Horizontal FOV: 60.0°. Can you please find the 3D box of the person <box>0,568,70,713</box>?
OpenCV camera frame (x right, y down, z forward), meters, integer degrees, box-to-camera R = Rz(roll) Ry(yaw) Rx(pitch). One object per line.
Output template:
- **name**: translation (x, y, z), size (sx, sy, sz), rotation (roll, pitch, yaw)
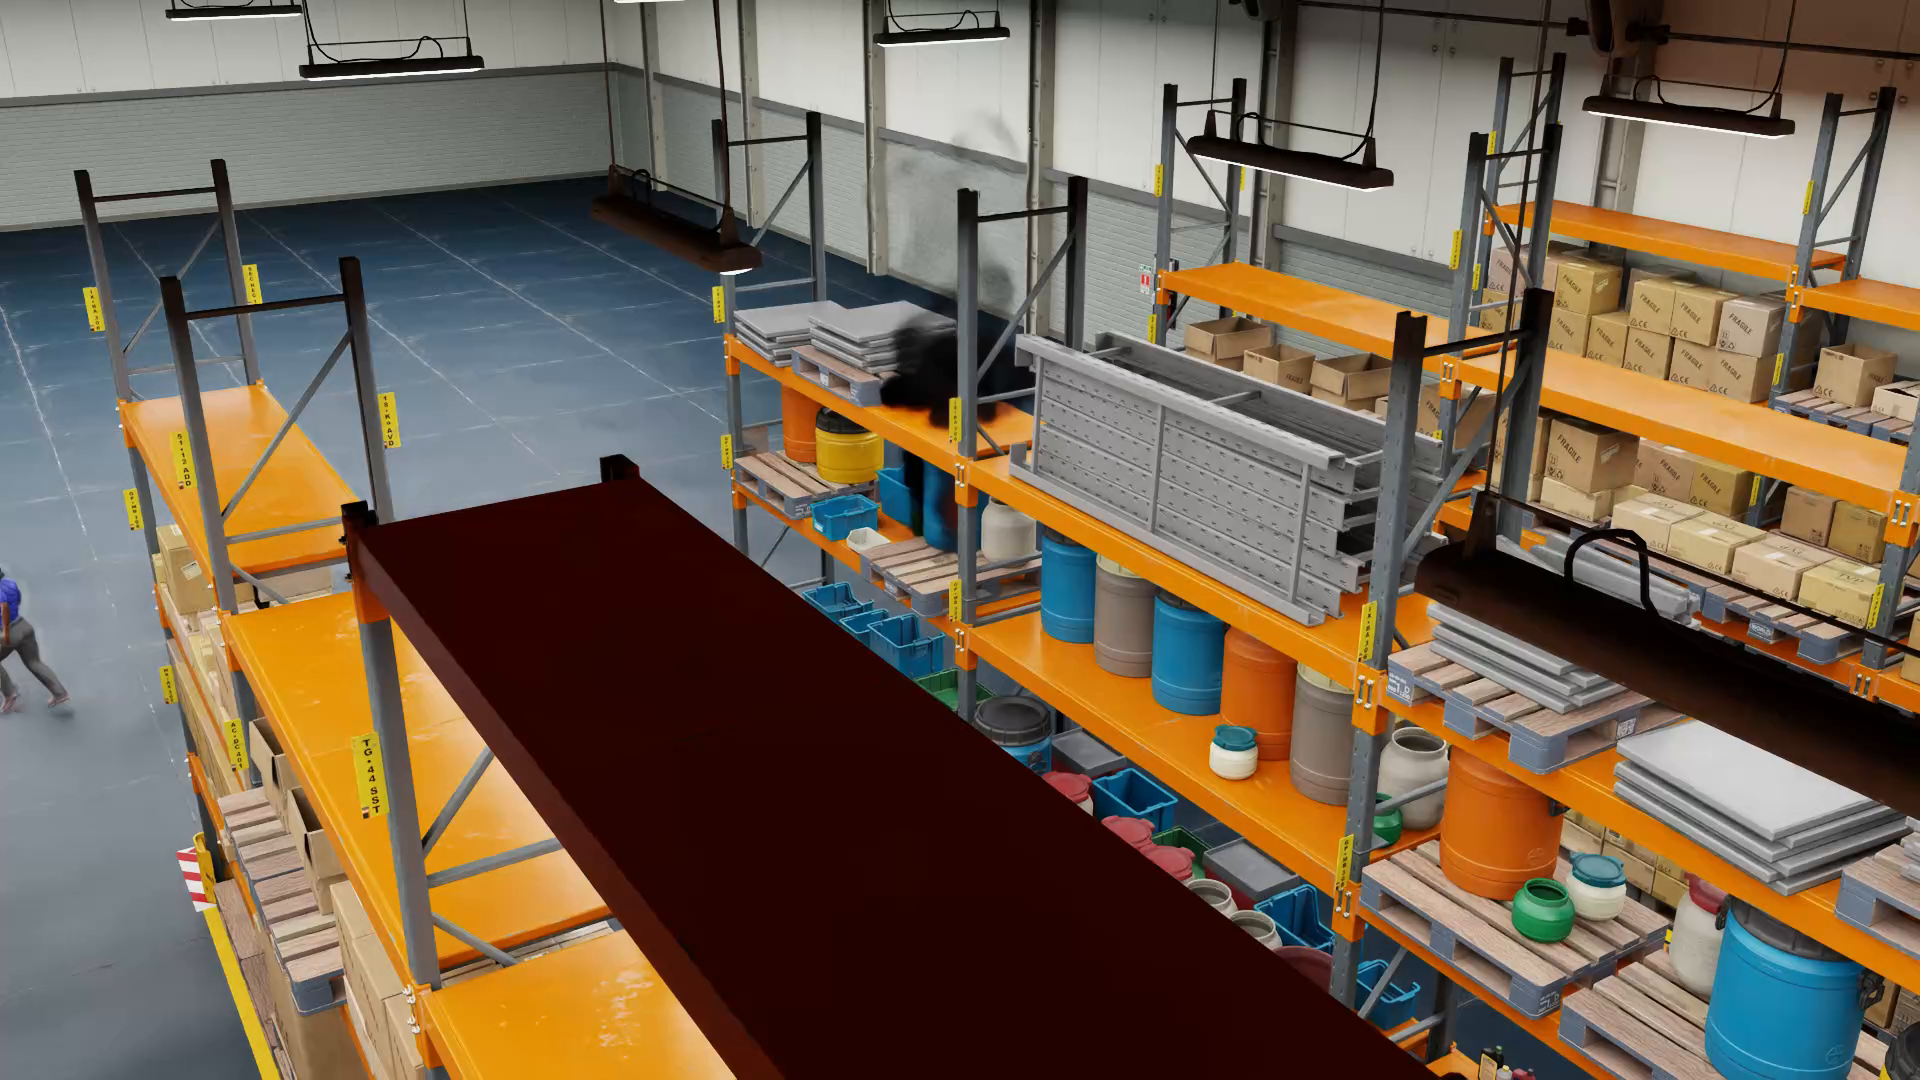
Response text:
- **person**: translation (-9.493, 0.996, 16.728), size (0.837, 1.690, 0.599), rotation (2, 22, 5)
